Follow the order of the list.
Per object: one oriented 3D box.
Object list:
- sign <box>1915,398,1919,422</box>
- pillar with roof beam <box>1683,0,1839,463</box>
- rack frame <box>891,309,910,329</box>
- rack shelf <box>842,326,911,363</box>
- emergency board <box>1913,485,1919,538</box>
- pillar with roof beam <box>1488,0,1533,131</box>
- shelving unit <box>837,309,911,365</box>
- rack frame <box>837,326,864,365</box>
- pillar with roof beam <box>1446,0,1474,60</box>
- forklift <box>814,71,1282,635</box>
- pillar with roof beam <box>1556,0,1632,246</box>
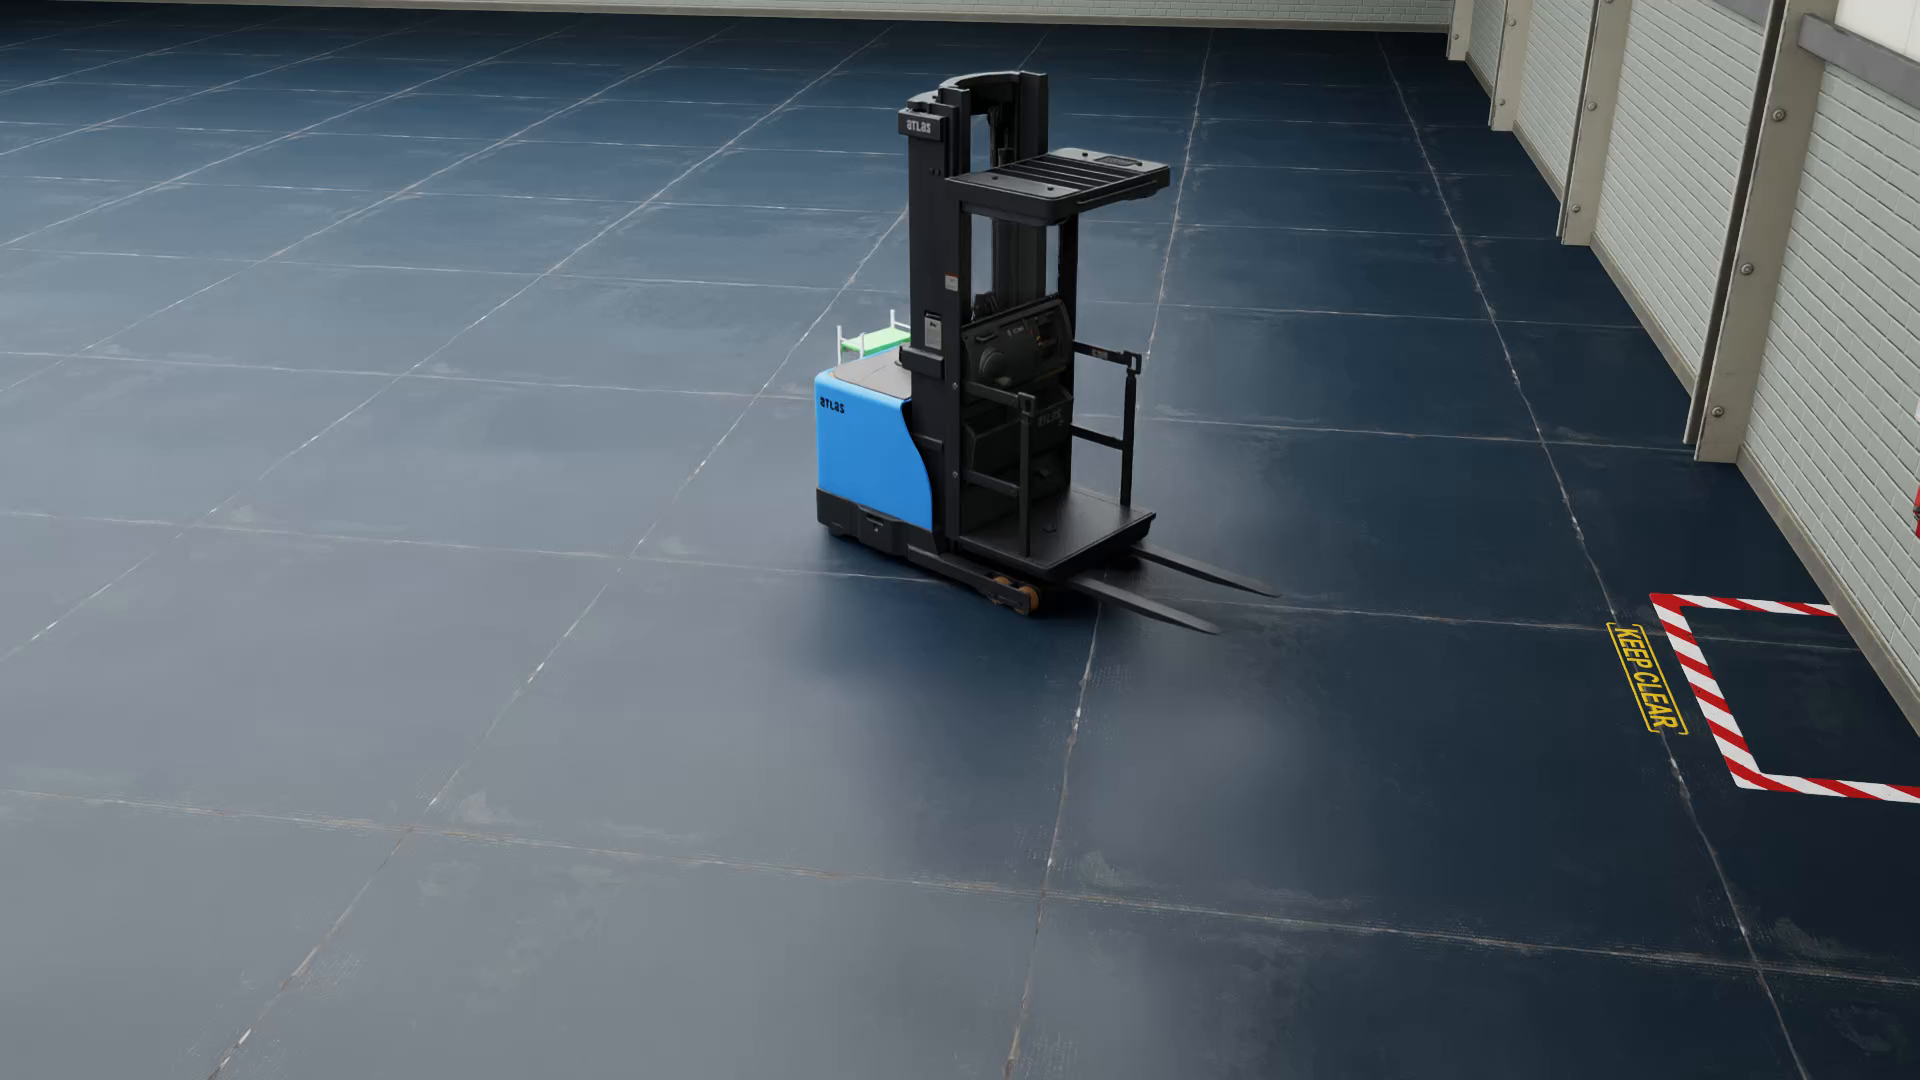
[{"bbox_3d":[5.132,-0.762,8.798,0.001,0.329,0.234,4,25,9],"label":"sign"},{"bbox_3d":[1.232,-5.016,10.851,9.100,9.000,0.400,4,25,9],"label":"pillar with roof beam"},{"bbox_3d":[-0.378,-0.979,11.424,0.240,1.200,0.015,23,33,39],"label":"rack frame"},{"bbox_3d":[-0.545,-1.280,11.087,0.258,0.148,0.480,23,33,39],"label":"rack shelf"},{"bbox_3d":[4.940,-0.522,8.327,0.194,1.169,0.643,4,25,9],"label":"emergency board"},{"bbox_3d":[3.193,-10.035,21.573,9.100,9.000,0.400,4,25,9],"label":"pillar with roof beam"},{"bbox_3d":[-0.547,-0.904,11.265,0.258,1.200,0.503,23,33,39],"label":"shelving unit"},{"bbox_3d":[-0.716,-0.830,11.106,0.240,1.200,0.015,23,33,39],"label":"rack frame"},{"bbox_3d":[4.173,-12.544,26.934,9.100,9.000,0.400,4,25,9],"label":"pillar with roof beam"},{"bbox_3d":[0.504,-1.138,9.724,3.031,2.935,1.130,21,32,37],"label":"forklift"},{"bbox_3d":[2.212,-7.525,16.212,9.100,9.000,0.400,4,25,9],"label":"pillar with roof beam"}]
